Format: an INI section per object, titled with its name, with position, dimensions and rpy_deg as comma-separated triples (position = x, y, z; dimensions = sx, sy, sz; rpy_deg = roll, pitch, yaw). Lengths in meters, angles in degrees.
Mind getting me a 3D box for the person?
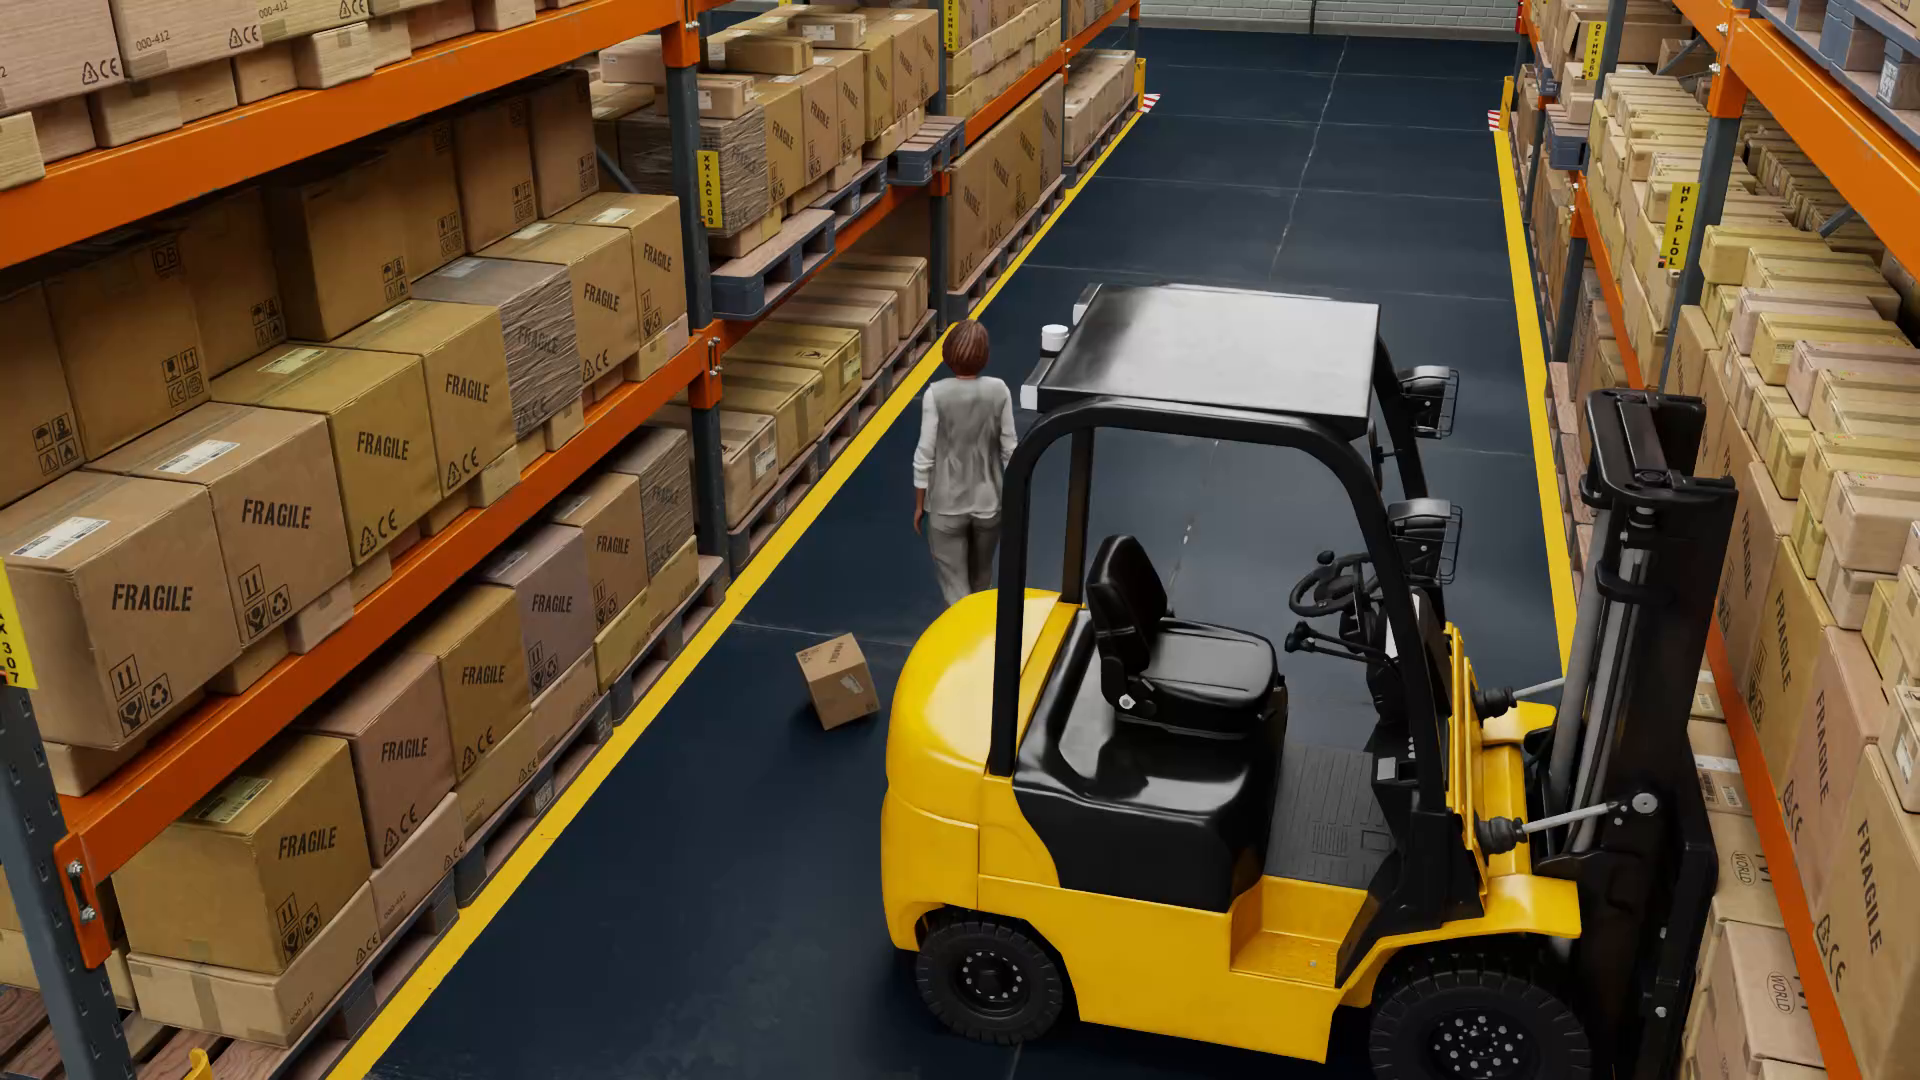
[person]
position = 0.025, -0.133, 6.892
dimensions = 0.475, 1.583, 0.561
rpy_deg = -9, 27, -18
